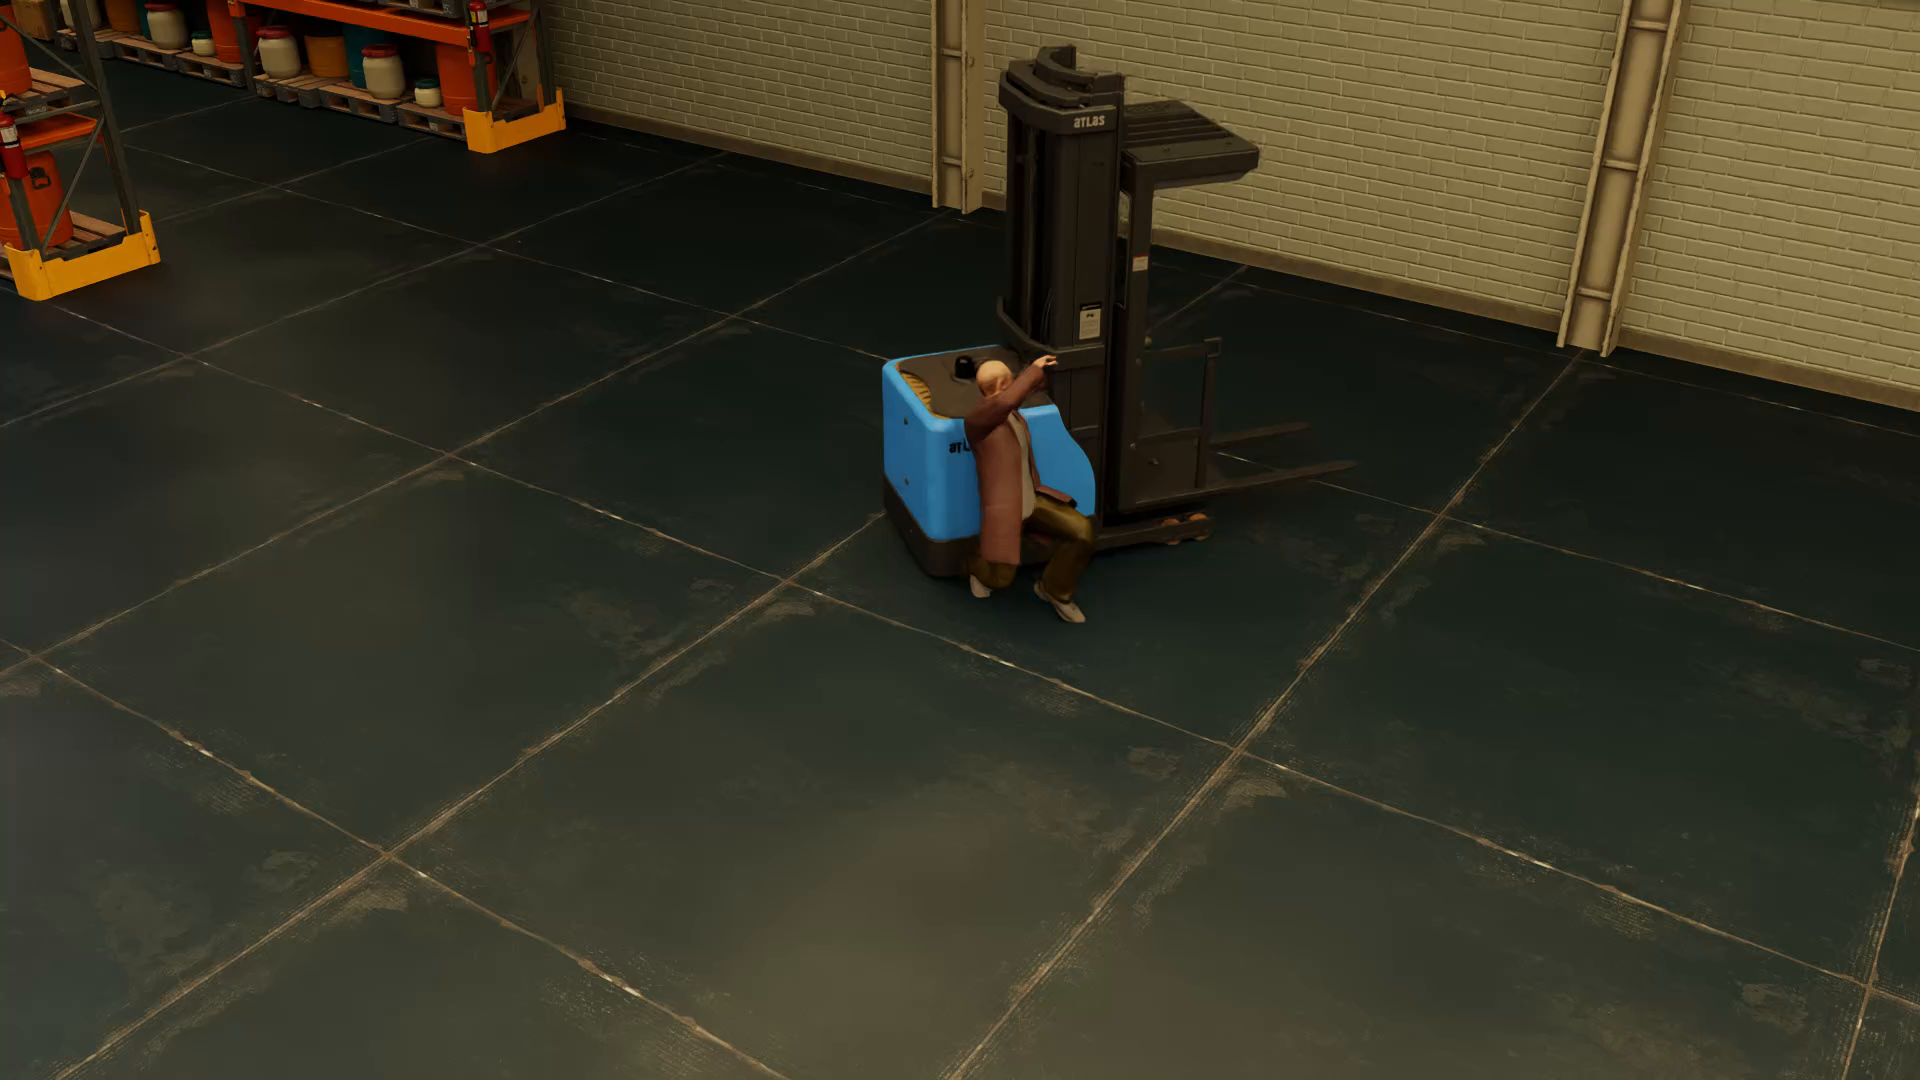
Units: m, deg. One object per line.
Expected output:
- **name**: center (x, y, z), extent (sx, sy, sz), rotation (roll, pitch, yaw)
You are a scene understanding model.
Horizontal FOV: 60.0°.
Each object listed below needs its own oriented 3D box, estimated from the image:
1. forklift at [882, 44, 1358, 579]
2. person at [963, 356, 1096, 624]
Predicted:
- **forklift**: center (1.078, -1.474, 10.119), extent (3.031, 2.935, 1.130), rotation (-10, 32, -17)
- **person**: center (0.527, -0.370, 9.640), extent (0.930, 1.568, 1.153), rotation (26, 39, 37)
